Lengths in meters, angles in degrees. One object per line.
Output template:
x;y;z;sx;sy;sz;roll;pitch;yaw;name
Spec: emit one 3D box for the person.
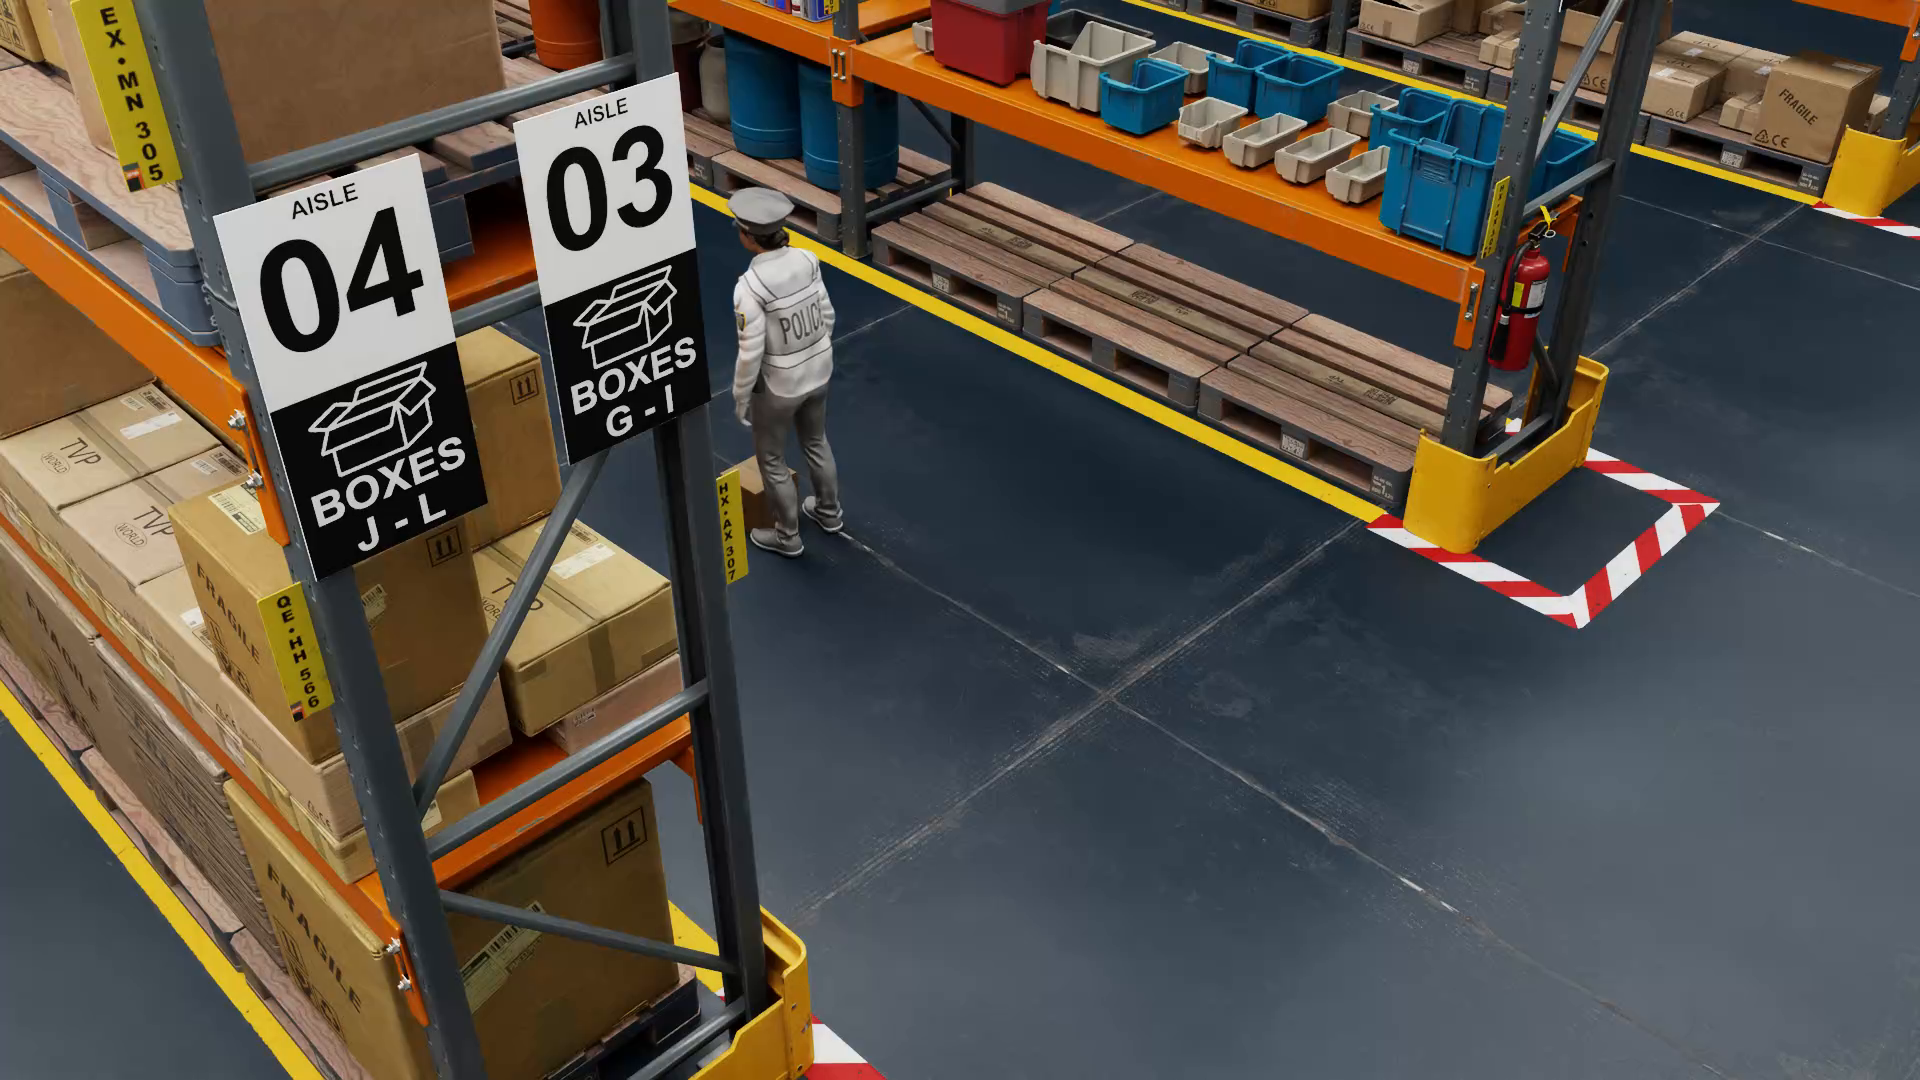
-0.747;-0.681;7.089;0.371;1.666;0.547;27;44;33;person
